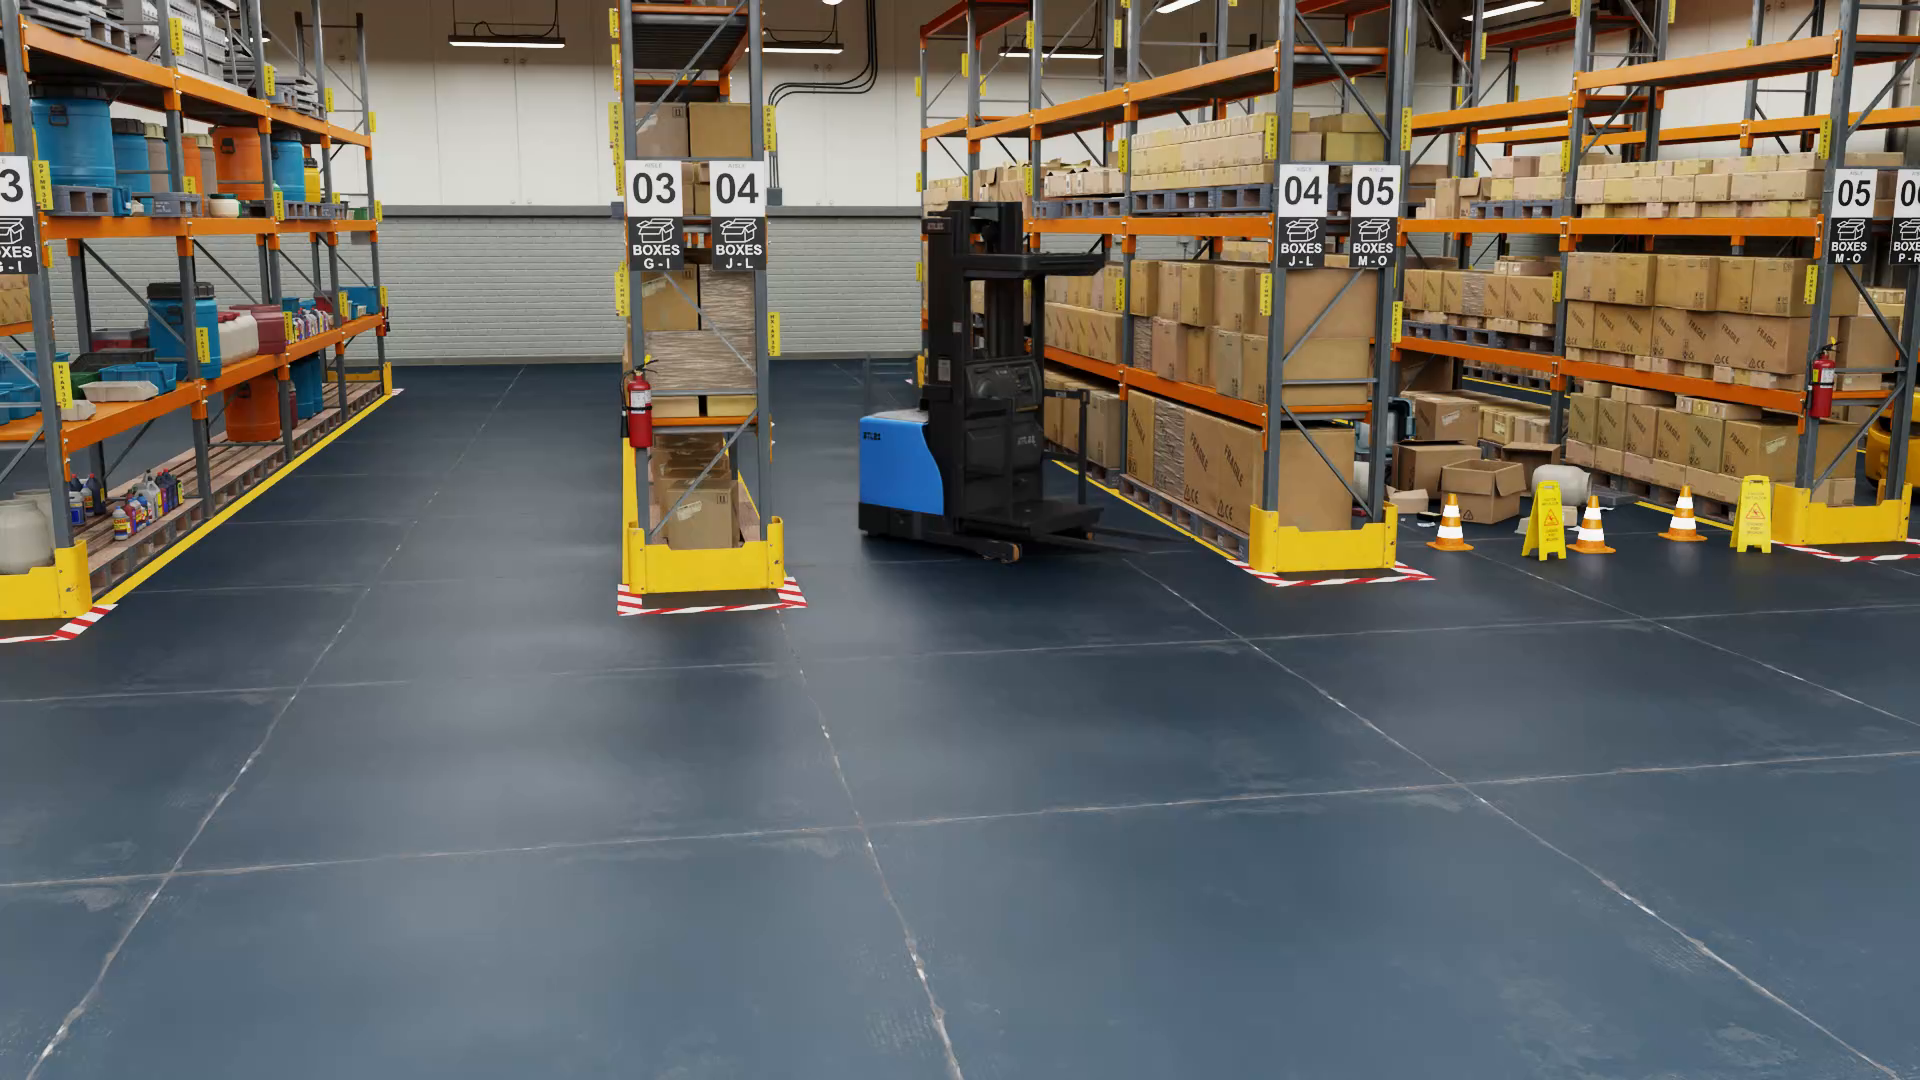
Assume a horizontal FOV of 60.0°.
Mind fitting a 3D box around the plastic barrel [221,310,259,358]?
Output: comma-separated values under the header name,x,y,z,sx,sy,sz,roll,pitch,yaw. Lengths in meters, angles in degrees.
name,x,y,z,sx,sy,sz,roll,pitch,yaw
plastic barrel,-7.942,-2.264,18.269,0.421,0.512,0.421,0,11,0

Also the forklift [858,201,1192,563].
name,x,y,z,sx,sy,sz,roll,pitch,yaw
forklift,0.529,-1.358,13.994,3.031,2.935,1.130,9,14,41

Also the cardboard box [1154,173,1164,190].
name,x,y,z,sx,sy,sz,roll,pitch,yaw
cardboard box,2.055,-3.385,15.720,0.380,0.149,0.250,-2,11,-12

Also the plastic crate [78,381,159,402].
name,x,y,z,sx,sy,sz,roll,pitch,yaw
plastic crate,-7.009,-1.238,13.884,0.530,0.136,0.437,-2,11,-11

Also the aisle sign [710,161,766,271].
name,x,y,z,sx,sy,sz,roll,pitch,yaw
aisle sign,-1.631,-2.379,12.222,0.394,0.787,0.004,-2,11,-11

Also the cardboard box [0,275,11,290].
name,x,y,z,sx,sy,sz,roll,pitch,yaw
cardboard box,-14.106,-3.865,24.037,0.500,0.500,0.500,-2,11,-9

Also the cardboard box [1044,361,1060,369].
name,x,y,z,sx,sy,sz,roll,pitch,yaw
cardboard box,1.002,-2.194,21.760,0.500,0.250,0.500,-2,11,-12

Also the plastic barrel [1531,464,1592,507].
name,x,y,z,sx,sy,sz,roll,pitch,yaw
plastic barrel,5.897,-0.521,16.303,0.512,0.421,0.421,6,12,28

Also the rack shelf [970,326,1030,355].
name,x,y,z,sx,sy,sz,roll,pitch,yaw
rack shelf,1.003,-2.745,23.021,1.077,0.370,4.000,-2,11,-11

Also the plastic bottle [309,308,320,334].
name,x,y,z,sx,sy,sz,roll,pitch,yaw
plastic bottle,-8.594,-2.909,22.088,0.144,0.351,0.185,-2,11,-11

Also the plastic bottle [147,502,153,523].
name,x,y,z,sx,sy,sz,roll,pitch,yaw
plastic bottle,-6.988,-0.245,14.269,0.097,0.201,0.097,0,11,0

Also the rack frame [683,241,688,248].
name,x,y,z,sx,sy,sz,roll,pitch,yaw
rack frame,-5.049,-4.037,27.885,1.000,3.000,0.127,-2,11,-11

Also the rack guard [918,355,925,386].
name,x,y,z,sx,sy,sz,roll,pitch,yaw
rack guard,-0.149,-2.957,28.896,1.175,0.500,0.348,-2,11,-11

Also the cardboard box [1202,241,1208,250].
name,x,y,z,sx,sy,sz,roll,pitch,yaw
cardboard box,4.469,-5.181,29.220,0.380,0.149,0.250,-2,11,-10

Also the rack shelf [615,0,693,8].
name,x,y,z,sx,sy,sz,roll,pitch,yaw
rack shelf,-3.882,-7.163,21.299,1.077,0.370,4.000,-2,11,-11

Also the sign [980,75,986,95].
name,x,y,z,sx,sy,sz,roll,pitch,yaw
sign,0.384,-7.699,28.159,0.100,0.325,0.005,-2,11,-11

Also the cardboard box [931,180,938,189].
name,x,y,z,sx,sy,sz,roll,pitch,yaw
cardboard box,-0.265,-5.828,27.271,0.380,0.149,0.250,-2,11,-10

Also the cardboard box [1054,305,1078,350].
name,x,y,z,sx,sy,sz,roll,pitch,yaw
cardboard box,1.414,-2.503,19.558,0.500,0.500,0.500,-2,11,-11

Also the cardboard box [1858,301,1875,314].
name,x,y,z,sx,sy,sz,roll,pitch,yaw
cardboard box,11.327,-2.819,20.547,0.500,0.250,0.500,-2,11,-10

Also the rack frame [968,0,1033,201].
name,x,y,z,sx,sy,sz,roll,pitch,yaw
rack frame,0.614,-6.413,24.320,1.000,3.000,0.127,-2,11,-11

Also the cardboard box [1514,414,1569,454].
name,x,y,z,sx,sy,sz,roll,pitch,yaw
cardboard box,6.901,-1.208,18.927,0.950,0.372,0.625,-2,11,-10

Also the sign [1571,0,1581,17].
name,x,y,z,sx,sy,sz,roll,pitch,yaw
sign,6.462,-5.659,17.441,0.100,0.325,0.005,-2,11,-11

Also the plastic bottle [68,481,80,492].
name,x,y,z,sx,sy,sz,roll,pitch,yaw
plastic bottle,-7.787,-0.373,14.543,0.144,0.351,0.185,-3,11,-13

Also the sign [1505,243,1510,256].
name,x,y,z,sx,sy,sz,roll,pitch,yaw
sign,10.088,-5.319,30.680,0.100,0.325,0.005,-2,11,-11

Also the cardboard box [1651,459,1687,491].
name,x,y,z,sx,sy,sz,roll,pitch,yaw
cardboard box,7.162,-0.648,16.310,0.500,0.250,0.500,-3,11,-13

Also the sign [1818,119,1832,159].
name,x,y,z,sx,sy,sz,roll,pitch,yaw
sign,7.235,-3.355,13.911,0.100,0.325,0.005,-2,11,-11

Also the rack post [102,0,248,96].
name,x,y,z,sx,sy,sz,roll,pitch,yaw
rack post,-8.041,-5.060,16.677,1.013,1.000,3.121,-2,11,-11

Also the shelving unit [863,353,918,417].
name,x,y,z,sx,sy,sz,roll,pitch,yaw
shelving unit,-0.652,-0.997,15.926,0.587,1.500,1.083,0,11,-1

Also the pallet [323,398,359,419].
name,x,y,z,sx,sy,sz,roll,pitch,yaw
pallet,-9.311,-1.887,24.046,1.003,0.211,1.213,-2,11,-11

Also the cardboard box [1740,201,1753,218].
name,x,y,z,sx,sy,sz,roll,pitch,yaw
cardboard box,7.357,-3.012,15.147,0.380,0.149,0.250,-2,11,-11

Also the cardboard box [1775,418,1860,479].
name,x,y,z,sx,sy,sz,roll,pitch,yaw
cardboard box,7.893,-0.849,15.362,0.500,0.500,0.500,-3,11,-13

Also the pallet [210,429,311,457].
name,x,y,z,sx,sy,sz,roll,pitch,yaw
pallet,-8.546,-1.163,20.243,1.003,0.211,1.213,-2,11,-11

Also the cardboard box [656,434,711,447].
name,x,y,z,sx,sy,sz,roll,pitch,yaw
cardboard box,-2.677,-0.740,16.123,0.500,0.500,0.500,-2,11,-13

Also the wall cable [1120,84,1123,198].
name,x,y,z,sx,sy,sz,roll,pitch,yaw
wall cable,3.289,-8.378,34.645,0.463,3.000,0.029,-2,11,-11

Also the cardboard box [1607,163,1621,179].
name,x,y,z,sx,sy,sz,roll,pitch,yaw
cardboard box,6.868,-3.774,17.017,0.380,0.149,0.250,-2,11,-13

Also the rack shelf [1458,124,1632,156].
name,x,y,z,sx,sy,sz,roll,pitch,yaw
rack shelf,9.929,-6.804,28.310,1.077,0.370,4.000,-2,11,-11

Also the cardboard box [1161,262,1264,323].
name,x,y,z,sx,sy,sz,roll,pitch,yaw
cardboard box,2.399,-2.333,15.641,0.875,0.550,0.550,-2,11,-11

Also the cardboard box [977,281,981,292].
name,x,y,z,sx,sy,sz,roll,pitch,yaw
cardboard box,0.443,-3.561,23.340,0.380,0.149,0.250,-2,11,-11

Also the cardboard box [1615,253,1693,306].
name,x,y,z,sx,sy,sz,roll,pitch,yaw
cardboard box,7.027,-2.607,16.634,0.700,0.500,0.500,-2,11,-12

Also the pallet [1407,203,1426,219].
name,x,y,z,sx,sy,sz,roll,pitch,yaw
pallet,6.050,-4.427,22.417,1.213,0.211,1.003,-2,11,-8

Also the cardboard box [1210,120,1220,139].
name,x,y,z,sx,sy,sz,roll,pitch,yaw
cardboard box,2.353,-3.497,14.175,0.380,0.149,0.250,-2,11,-11

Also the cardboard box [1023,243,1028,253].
name,x,y,z,sx,sy,sz,roll,pitch,yaw
cardboard box,0.765,-4.243,25.232,0.500,0.500,0.500,-2,11,-10

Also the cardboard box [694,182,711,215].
name,x,y,z,sx,sy,sz,roll,pitch,yaw
cardboard box,-1.777,-2.600,12.715,0.500,0.250,0.500,-2,11,-9

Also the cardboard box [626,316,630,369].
name,x,y,z,sx,sy,sz,roll,pitch,yaw
cardboard box,-2.626,-1.854,15.351,0.875,0.500,0.500,-2,11,-11

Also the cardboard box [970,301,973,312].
name,x,y,z,sx,sy,sz,roll,pitch,yaw
cardboard box,0.344,-3.363,23.890,0.380,0.149,0.250,-2,11,-11

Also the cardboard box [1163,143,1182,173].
name,x,y,z,sx,sy,sz,roll,pitch,yaw
cardboard box,2.188,-3.515,15.333,0.500,0.250,0.500,-2,11,-12

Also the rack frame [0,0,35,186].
name,x,y,z,sx,sy,sz,roll,pitch,yaw
rack frame,-6.796,-3.870,10.960,1.000,3.000,0.127,-2,11,-11

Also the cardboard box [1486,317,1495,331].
name,x,y,z,sx,sy,sz,roll,pitch,yaw
cardboard box,6.450,-2.552,19.629,0.380,0.149,0.250,-2,11,-11

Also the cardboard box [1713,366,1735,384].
name,x,y,z,sx,sy,sz,roll,pitch,yaw
cardboard box,7.234,-1.537,15.420,0.380,0.149,0.250,-2,11,-10

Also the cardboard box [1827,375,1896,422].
name,x,y,z,sx,sy,sz,roll,pitch,yaw
cardboard box,11.470,-1.793,21.324,0.875,0.625,0.625,-3,11,-13

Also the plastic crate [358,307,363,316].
name,x,y,z,sx,sy,sz,roll,pitch,yaw
plastic crate,-9.529,-3.560,25.925,0.396,0.136,0.243,-2,11,-11

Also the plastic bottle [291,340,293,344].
name,x,y,z,sx,sy,sz,roll,pitch,yaw
plastic bottle,-8.190,-2.535,20.303,0.061,0.283,0.133,-2,11,-11

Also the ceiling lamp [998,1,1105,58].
name,x,y,z,sx,sy,sz,roll,pitch,yaw
ceiling lamp,1.771,-10.616,30.795,2.000,3.185,0.800,-2,11,-11

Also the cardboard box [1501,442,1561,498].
name,x,y,z,sx,sy,sz,roll,pitch,yaw
cardboard box,5.879,-0.724,17.157,0.500,0.500,0.500,6,12,28

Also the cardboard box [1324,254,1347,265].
name,x,y,z,sx,sy,sz,roll,pitch,yaw
cardboard box,5.474,-3.929,24.374,0.500,0.500,0.500,-2,11,-12
